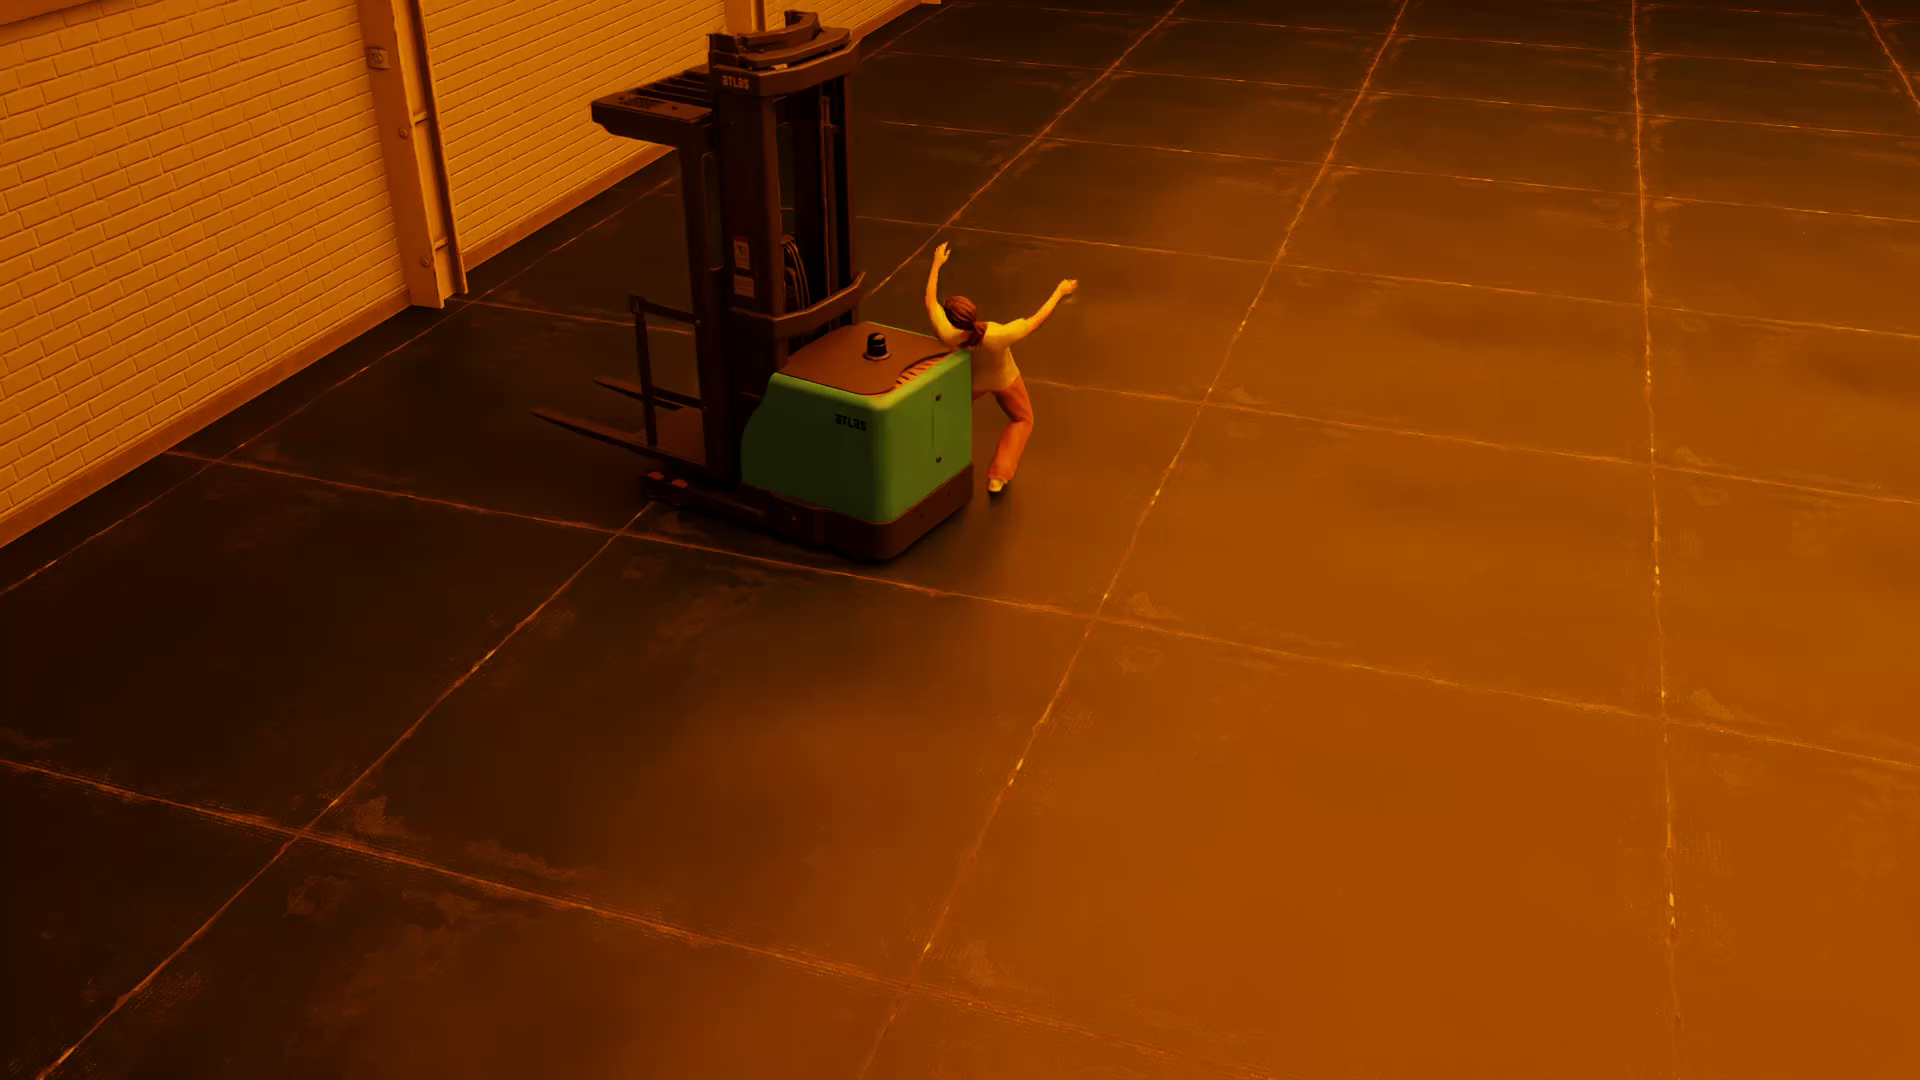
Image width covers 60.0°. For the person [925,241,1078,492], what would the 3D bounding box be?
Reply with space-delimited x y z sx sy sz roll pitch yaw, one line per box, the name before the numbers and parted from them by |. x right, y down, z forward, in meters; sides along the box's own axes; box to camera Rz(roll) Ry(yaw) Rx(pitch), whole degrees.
person | 0.232 -1.017 10.277 0.946 1.535 0.653 2 30 4

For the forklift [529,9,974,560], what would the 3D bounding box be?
forklift | -1.436 -1.692 10.104 3.031 2.935 1.130 17 34 27
